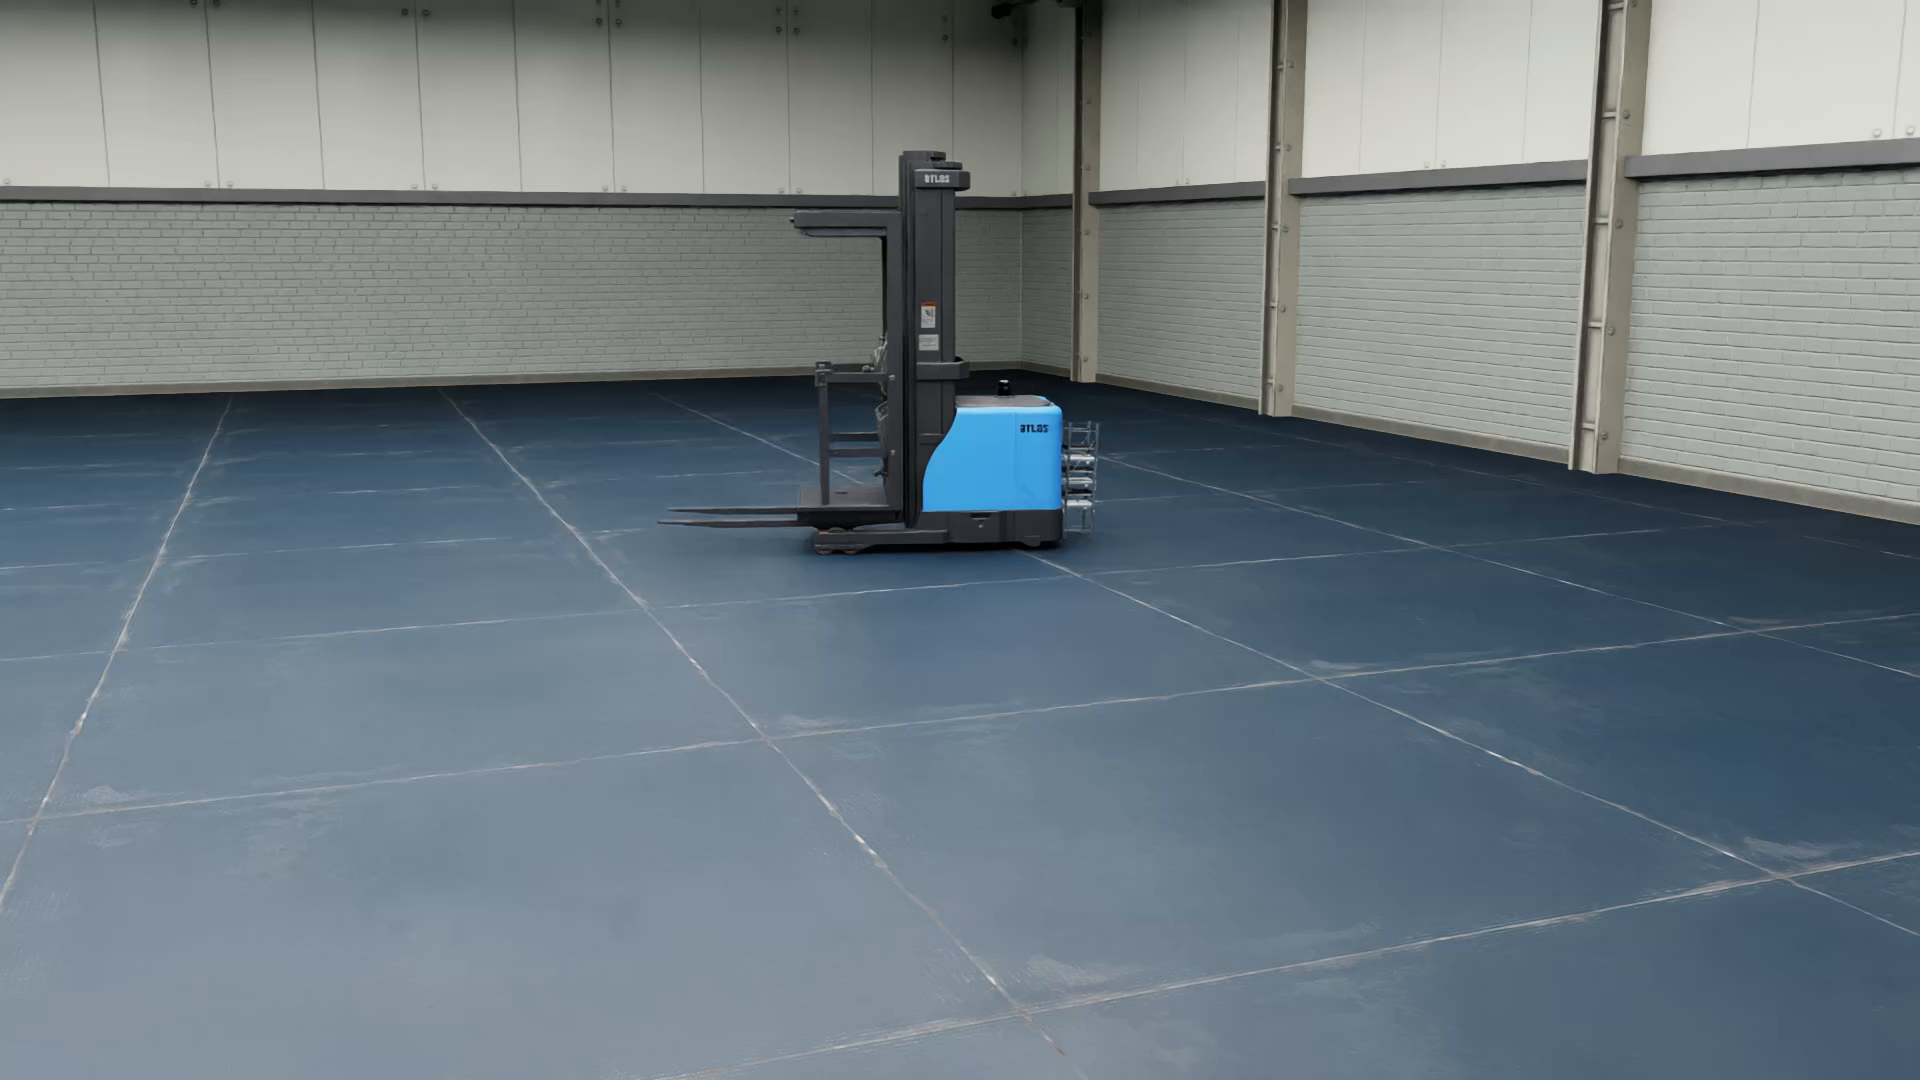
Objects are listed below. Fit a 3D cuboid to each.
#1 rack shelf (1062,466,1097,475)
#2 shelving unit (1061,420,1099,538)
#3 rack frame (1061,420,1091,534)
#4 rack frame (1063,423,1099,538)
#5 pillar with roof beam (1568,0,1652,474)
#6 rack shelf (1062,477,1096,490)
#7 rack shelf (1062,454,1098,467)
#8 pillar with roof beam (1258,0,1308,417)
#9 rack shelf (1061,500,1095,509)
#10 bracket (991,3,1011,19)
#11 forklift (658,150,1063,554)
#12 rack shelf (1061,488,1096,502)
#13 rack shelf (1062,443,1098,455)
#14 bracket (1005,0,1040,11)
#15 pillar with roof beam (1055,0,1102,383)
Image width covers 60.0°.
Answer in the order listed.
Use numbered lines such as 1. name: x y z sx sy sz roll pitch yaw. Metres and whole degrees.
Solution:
1. rack shelf: 0.915 -0.531 12.976 0.258 0.077 0.200 0 10 -14
2. shelving unit: 0.912 -0.475 12.985 0.258 0.900 0.210 0 10 -14
3. rack frame: 0.887 -0.493 13.083 0.240 0.900 0.006 0 10 -14
4. rack frame: 0.937 -0.458 12.888 0.240 0.900 0.006 0 10 -14
5. pillar with roof beam: 2.410 -4.857 14.533 9.100 9.000 0.400 -4 11 -21
6. rack shelf: 0.910 -0.442 12.991 0.258 0.077 0.200 0 10 -14
7. rack shelf: 0.919 -0.620 12.961 0.258 0.077 0.200 0 10 -14
8. pillar with roof beam: 0.236 -5.837 20.038 9.100 9.000 0.400 -4 11 -21
9. rack shelf: 0.902 -0.265 13.020 0.258 0.077 0.200 0 10 -14
10. bracket: 0.734 -9.294 29.194 0.235 0.232 0.430 -4 11 -21
11. forklift: -0.769 -1.435 12.616 3.031 2.935 1.130 -1 10 -5
12. rack shelf: 0.906 -0.354 13.006 0.258 0.077 0.200 0 10 -14
13. rack shelf: 0.923 -0.709 12.947 0.258 0.077 0.200 0 10 -14
14. bracket: 0.948 -9.197 28.652 0.076 0.066 3.189 -4 11 -21
15. pillar with roof beam: -1.938 -6.816 25.544 9.100 9.000 0.548 -4 11 -21
